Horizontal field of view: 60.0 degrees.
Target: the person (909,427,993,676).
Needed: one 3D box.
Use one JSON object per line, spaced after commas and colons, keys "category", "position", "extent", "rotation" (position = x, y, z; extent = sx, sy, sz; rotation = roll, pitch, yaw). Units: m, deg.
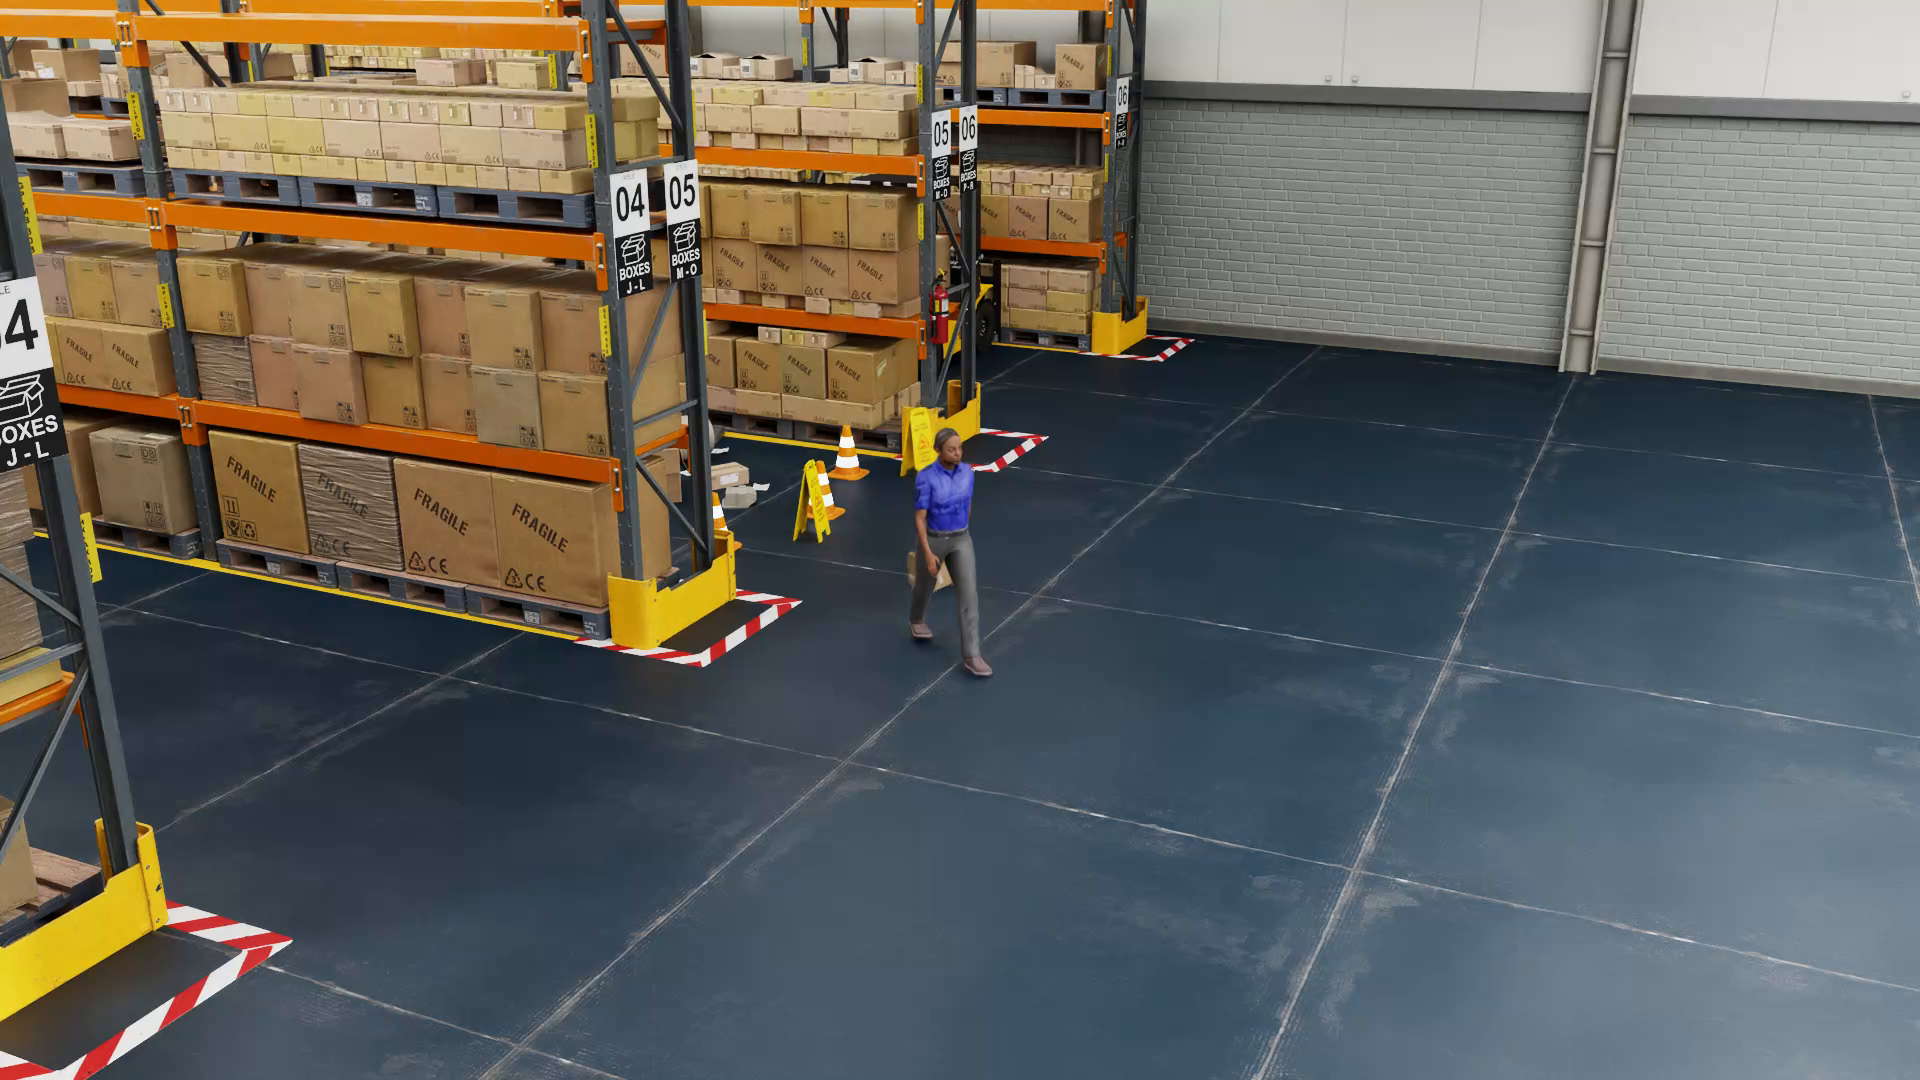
{"category": "person", "position": [-0.093, 0.026, 10.997], "extent": [0.475, 1.589, 1.041], "rotation": [-8, 21, -21]}
